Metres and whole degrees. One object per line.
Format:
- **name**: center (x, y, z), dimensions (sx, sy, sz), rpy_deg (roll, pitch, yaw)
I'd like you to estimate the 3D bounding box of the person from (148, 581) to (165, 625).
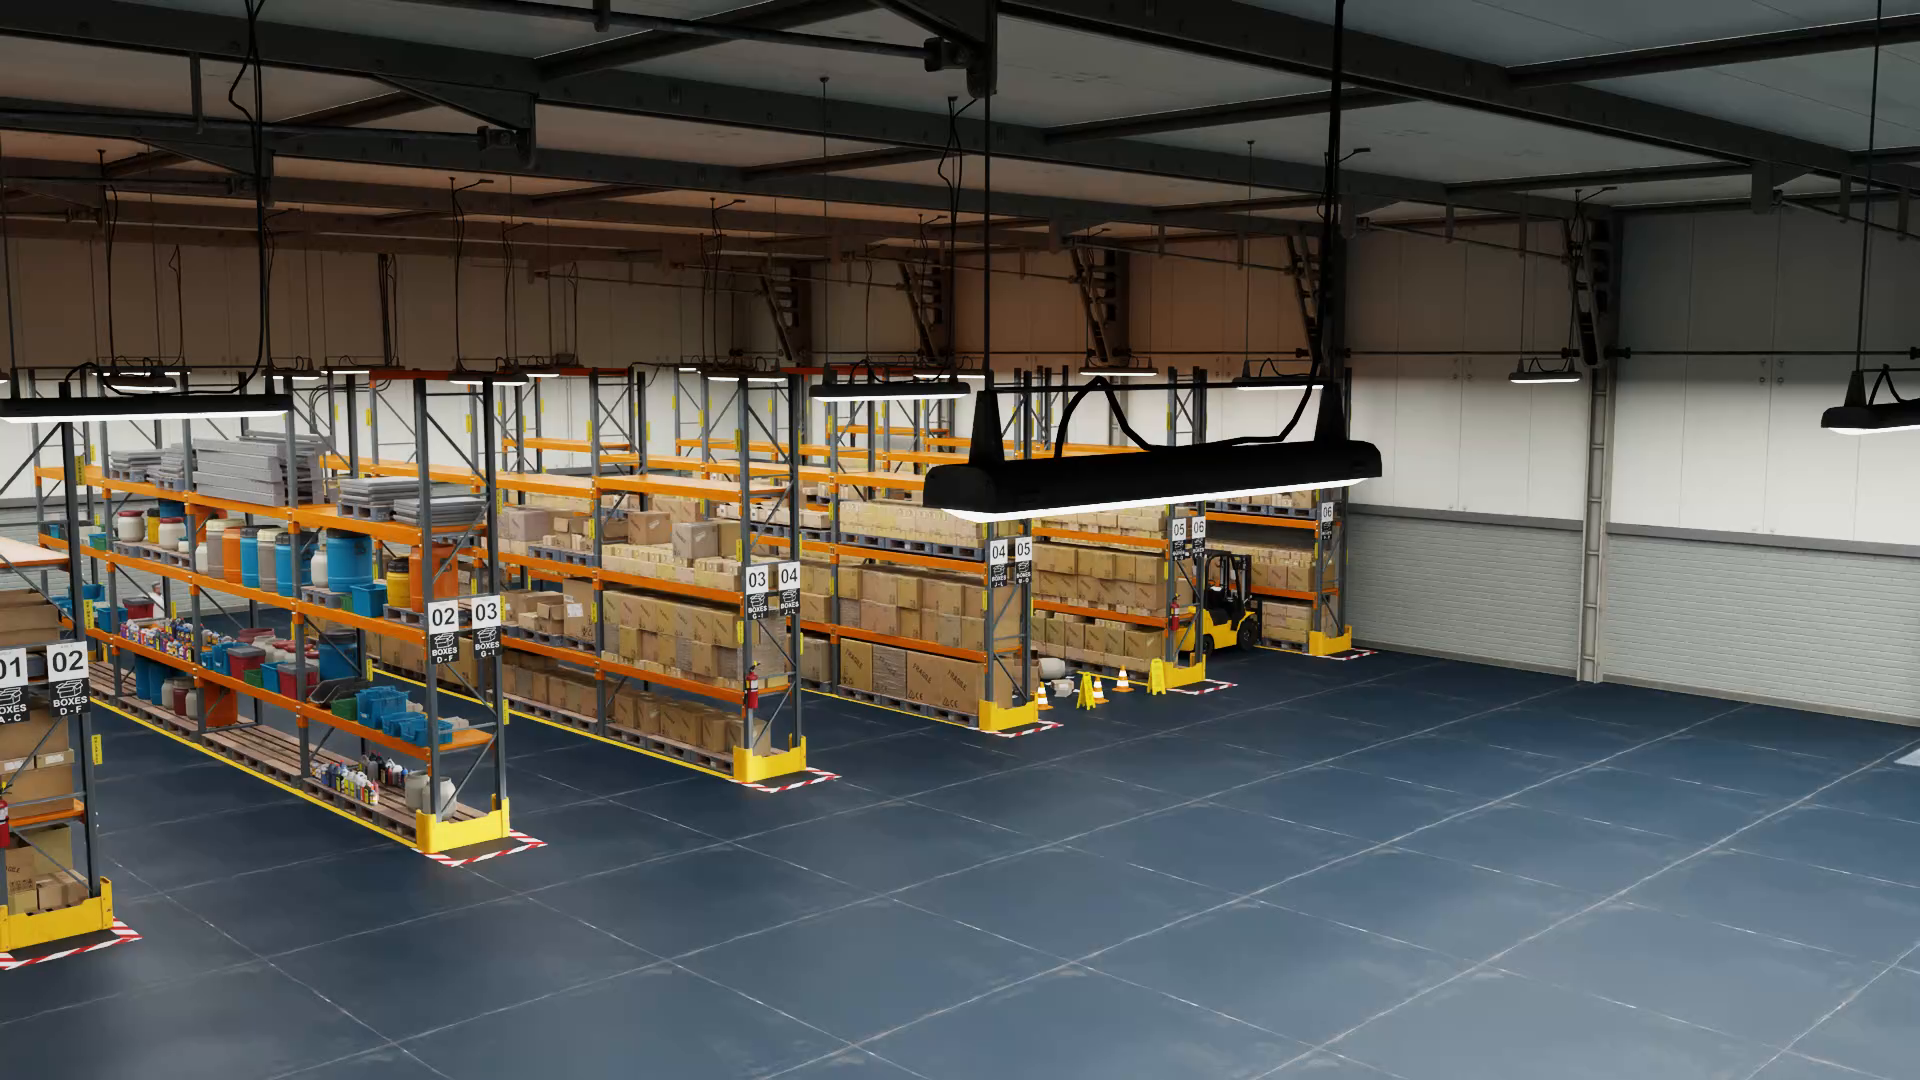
- **person**: center (-16.195, 1.684, 33.628), dimensions (0.514, 1.721, 1.032), rpy_deg (-6, 8, -41)
